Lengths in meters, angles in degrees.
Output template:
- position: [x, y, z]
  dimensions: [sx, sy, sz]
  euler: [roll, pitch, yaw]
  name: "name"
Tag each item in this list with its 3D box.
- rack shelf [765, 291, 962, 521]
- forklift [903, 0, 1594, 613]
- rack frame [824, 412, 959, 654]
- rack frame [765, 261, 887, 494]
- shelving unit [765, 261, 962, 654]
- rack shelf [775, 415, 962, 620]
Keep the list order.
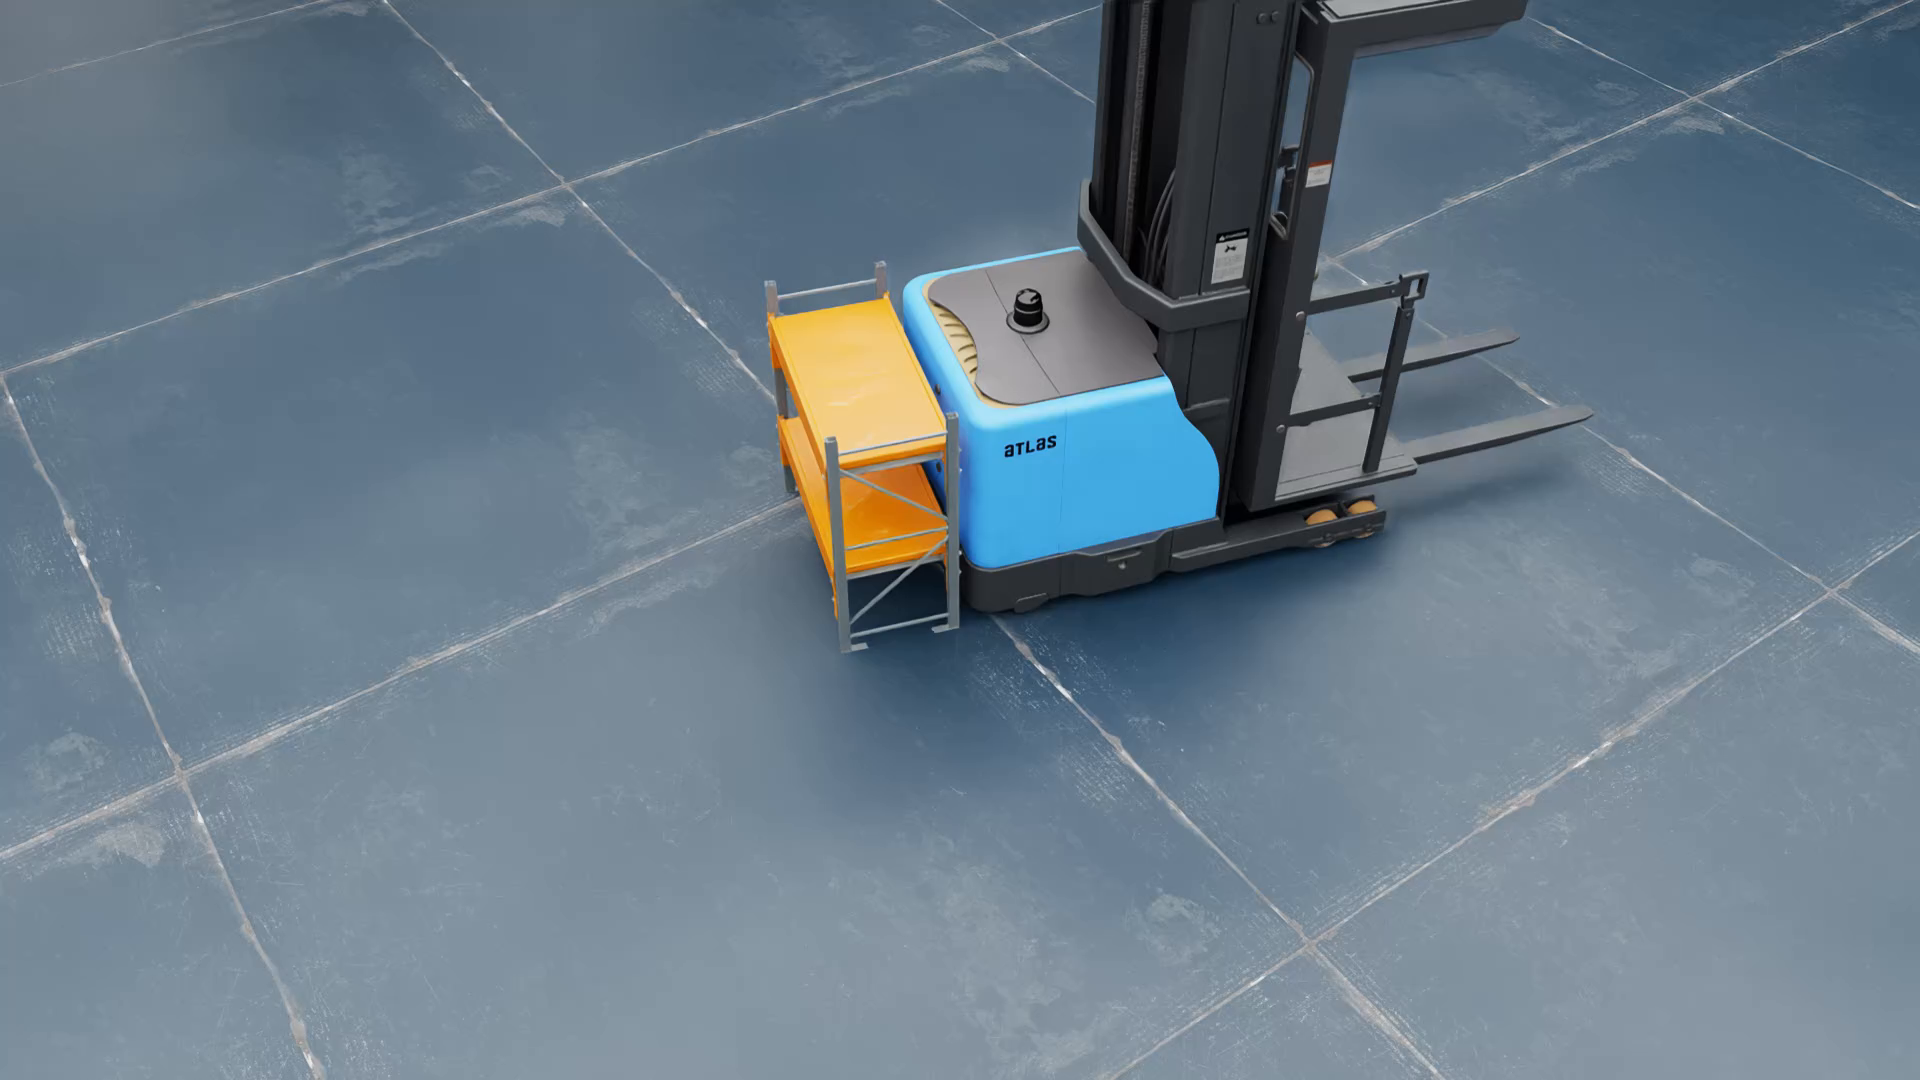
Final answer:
- position: [-0.396, -0.550, 6.579]
  dimensions: [0.538, 0.278, 1.000]
  euler: [-12, 45, -12]
  name: "rack shelf"
- position: [1.327, -1.362, 6.545]
  dimensions: [3.031, 2.935, 1.130]
  euler: [-13, 45, -13]
  name: "forklift"
- position: [-0.247, -0.003, 6.430]
  dimensions: [0.500, 1.125, 0.032]
  euler: [-12, 45, -12]
  name: "rack frame"
- position: [-0.544, -0.674, 7.133]
  dimensions: [0.500, 1.125, 0.032]
  euler: [-12, 45, -12]
  name: "rack frame"
- position: [-0.396, -0.339, 6.781]
  dimensions: [0.538, 1.125, 1.048]
  euler: [-12, 45, -12]
  name: "shelving unit"
- position: [-0.396, -0.162, 6.950]
  dimensions: [0.538, 0.278, 1.000]
  euler: [-12, 45, -12]
  name: "rack shelf"
